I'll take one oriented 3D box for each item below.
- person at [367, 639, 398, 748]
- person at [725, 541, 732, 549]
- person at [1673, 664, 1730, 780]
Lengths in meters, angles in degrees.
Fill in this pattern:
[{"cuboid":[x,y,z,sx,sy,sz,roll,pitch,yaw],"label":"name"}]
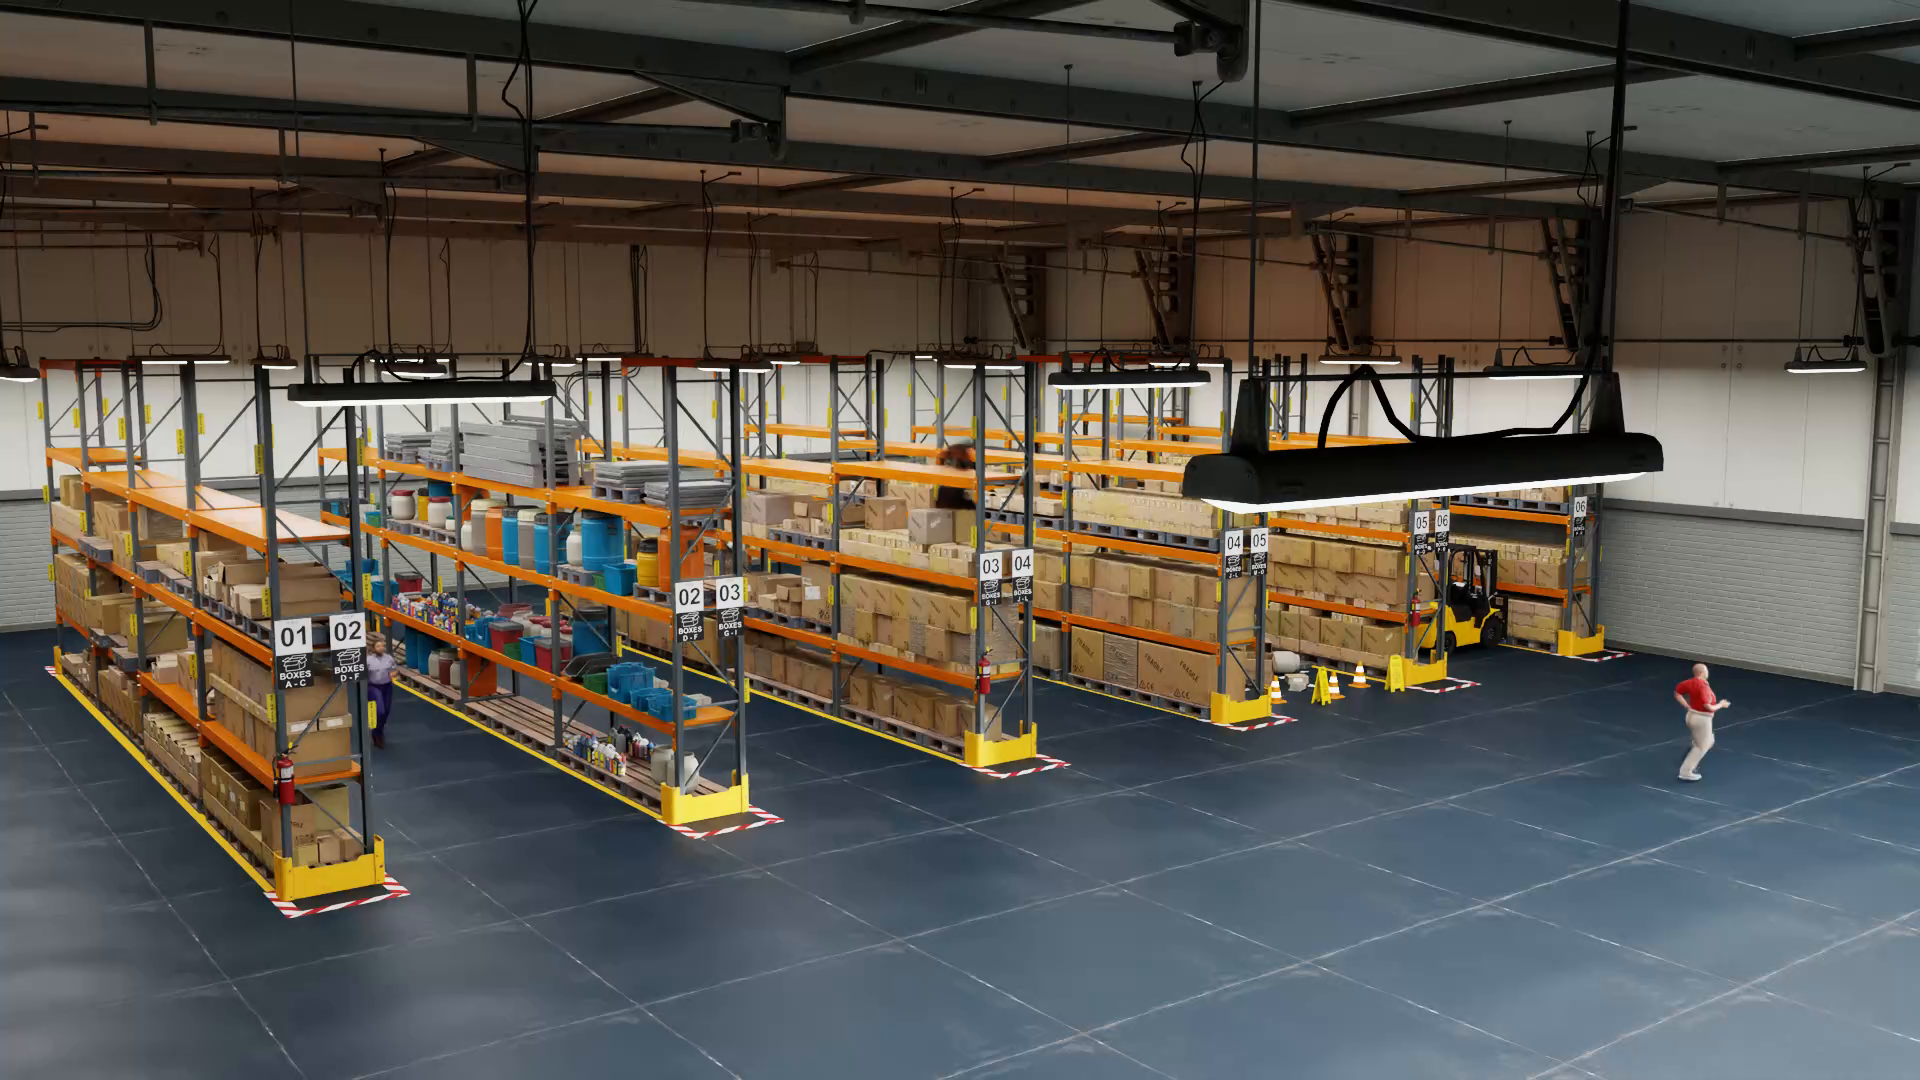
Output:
[{"cuboid":[-9.104,2.399,26.092,0.706,1.694,0.577,6,9,43],"label":"person"},{"cuboid":[-5.835,0.548,41.578,0.532,1.585,0.656,-3,7,-21],"label":"person"},{"cuboid":[10.678,2.629,23.911,0.660,1.740,0.644,0,7,-1],"label":"person"}]
